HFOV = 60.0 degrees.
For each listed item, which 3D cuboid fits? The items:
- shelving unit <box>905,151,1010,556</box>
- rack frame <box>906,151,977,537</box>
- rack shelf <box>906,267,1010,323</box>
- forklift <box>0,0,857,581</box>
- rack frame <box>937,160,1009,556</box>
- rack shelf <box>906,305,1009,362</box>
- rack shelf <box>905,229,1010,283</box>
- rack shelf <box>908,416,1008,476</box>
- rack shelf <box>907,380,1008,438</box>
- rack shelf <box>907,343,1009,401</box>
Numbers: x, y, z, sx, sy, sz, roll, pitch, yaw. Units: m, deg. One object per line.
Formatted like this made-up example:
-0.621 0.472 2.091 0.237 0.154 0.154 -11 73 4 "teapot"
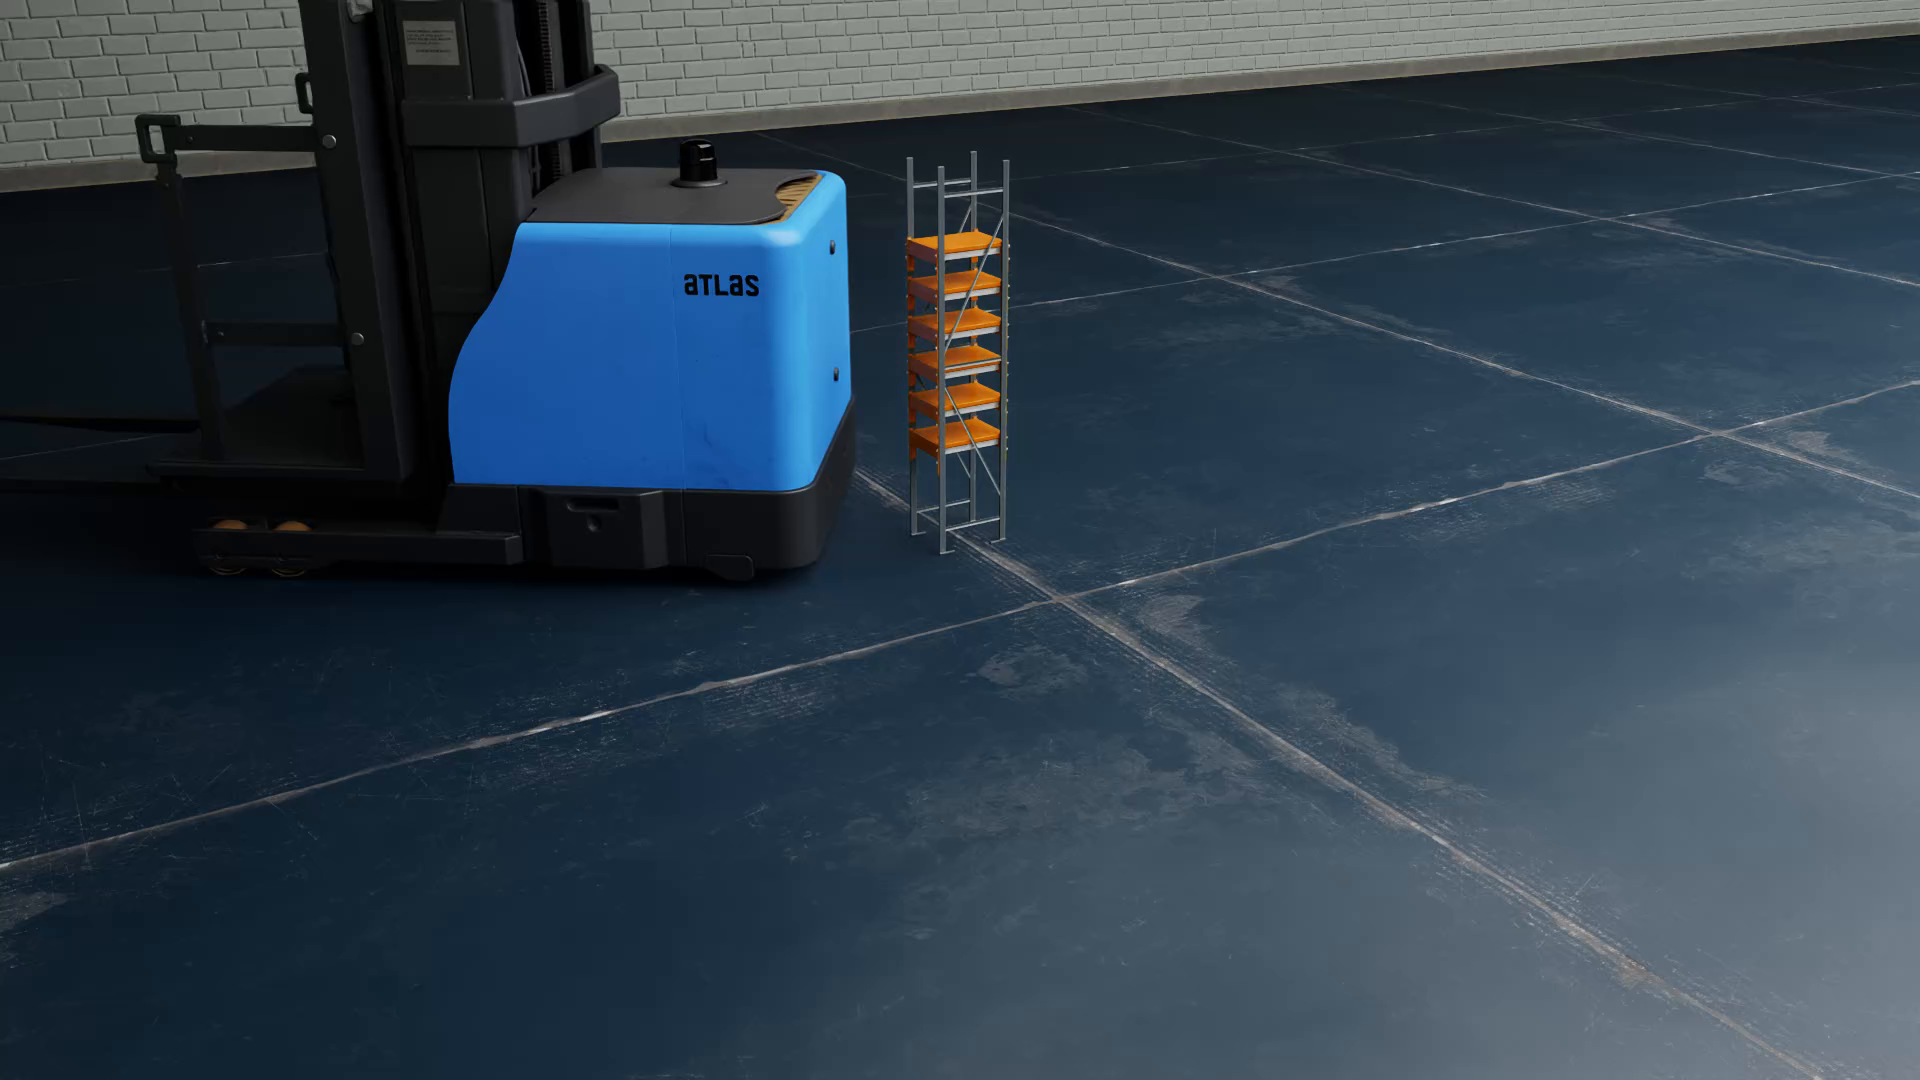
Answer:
-0.007 -0.561 5.097 0.258 1.200 0.189 -13 25 -28 "shelving unit"
-0.054 -0.590 5.170 0.240 1.200 0.006 -13 25 -28 "rack frame"
-0.007 -0.742 5.023 0.258 0.103 0.180 -13 25 -28 "rack shelf"
-1.902 -1.441 4.964 3.031 2.935 1.130 2 22 4 "forklift"
0.039 -0.531 5.024 0.240 1.200 0.006 -13 25 -28 "rack frame"
-0.007 -0.631 5.069 0.258 0.103 0.180 -13 25 -28 "rack shelf"
-0.007 -0.853 4.978 0.258 0.103 0.180 -13 25 -28 "rack shelf"
-0.007 -0.297 5.204 0.258 0.103 0.180 -13 25 -28 "rack shelf"
-0.007 -0.408 5.159 0.258 0.103 0.180 -13 25 -28 "rack shelf"
-0.007 -0.519 5.114 0.258 0.103 0.180 -13 25 -28 "rack shelf"
